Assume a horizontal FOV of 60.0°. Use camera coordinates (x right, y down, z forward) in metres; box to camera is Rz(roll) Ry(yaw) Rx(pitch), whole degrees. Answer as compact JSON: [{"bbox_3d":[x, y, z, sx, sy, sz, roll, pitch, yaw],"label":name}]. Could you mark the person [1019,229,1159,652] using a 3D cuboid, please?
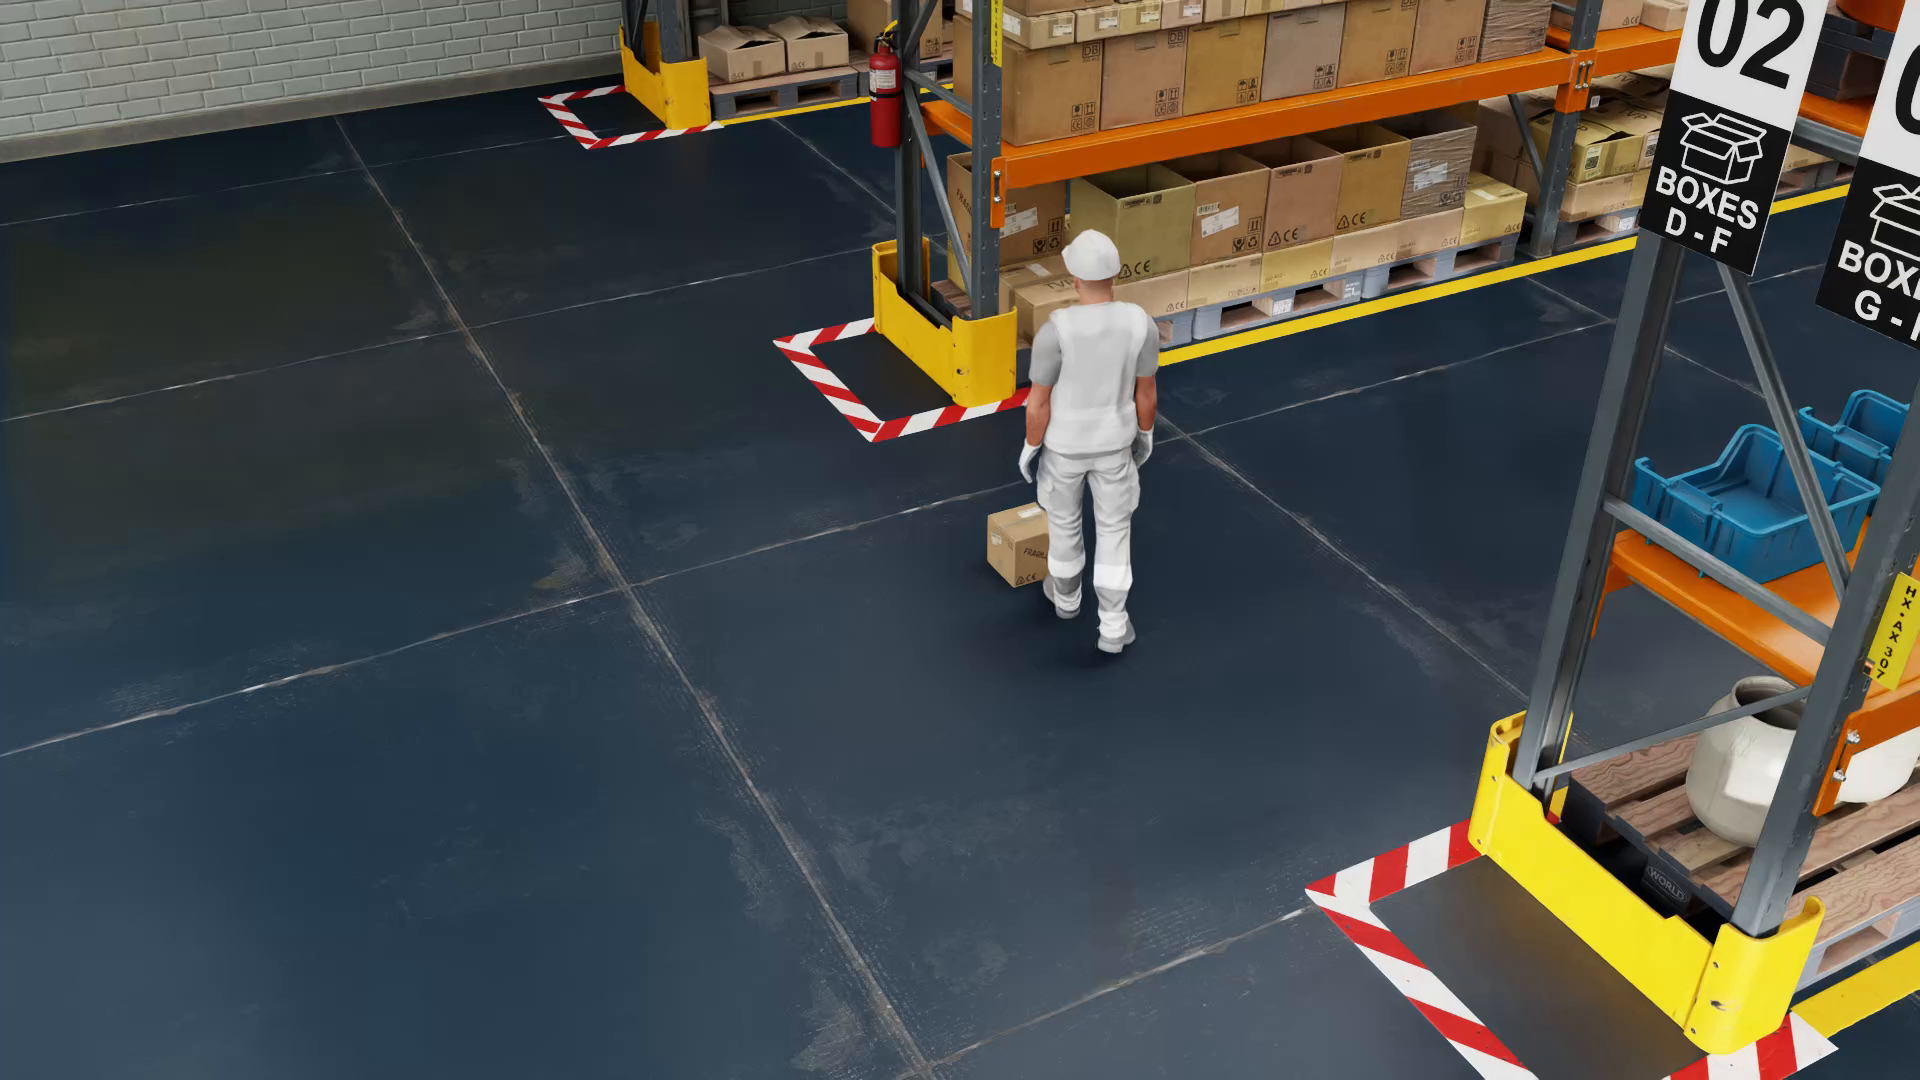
[{"bbox_3d":[0.515,-0.387,6.704,0.564,1.796,0.668,-5,33,-8],"label":"person"}]
